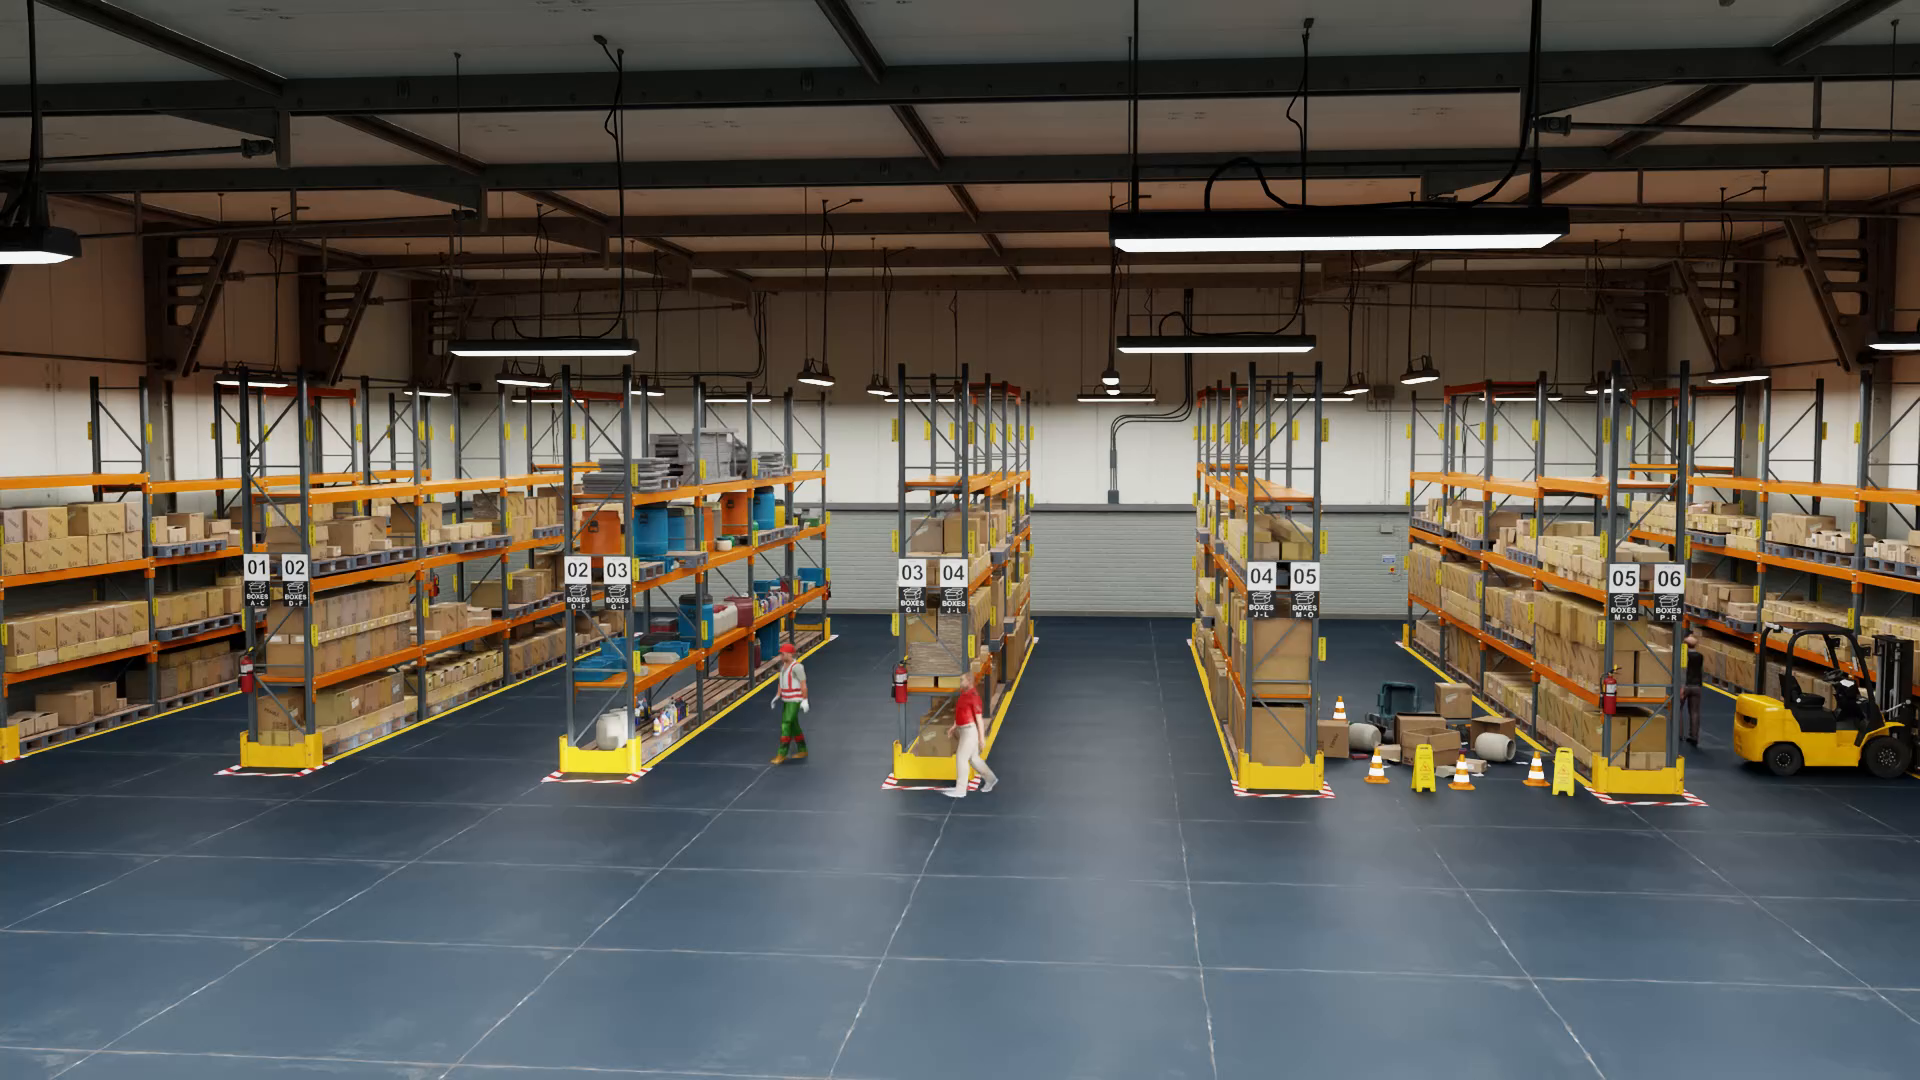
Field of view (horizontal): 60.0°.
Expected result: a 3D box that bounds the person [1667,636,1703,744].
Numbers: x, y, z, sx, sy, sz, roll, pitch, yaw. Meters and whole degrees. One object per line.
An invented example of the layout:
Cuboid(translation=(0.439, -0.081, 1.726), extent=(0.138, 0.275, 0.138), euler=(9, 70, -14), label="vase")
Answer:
Cuboid(translation=(11.785, 2.449, 26.837), extent=(0.515, 1.769, 0.613), euler=(0, 4, 1), label="person")

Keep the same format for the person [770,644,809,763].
Cuboid(translation=(-2.663, 2.478, 25.400), extent=(0.775, 1.777, 0.623), euler=(-2, 4, -32), label="person")

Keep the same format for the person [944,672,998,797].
Cuboid(translation=(0.154, 2.719, 23.019), extent=(0.842, 1.611, 0.538), euler=(-1, 4, -11), label="person")
